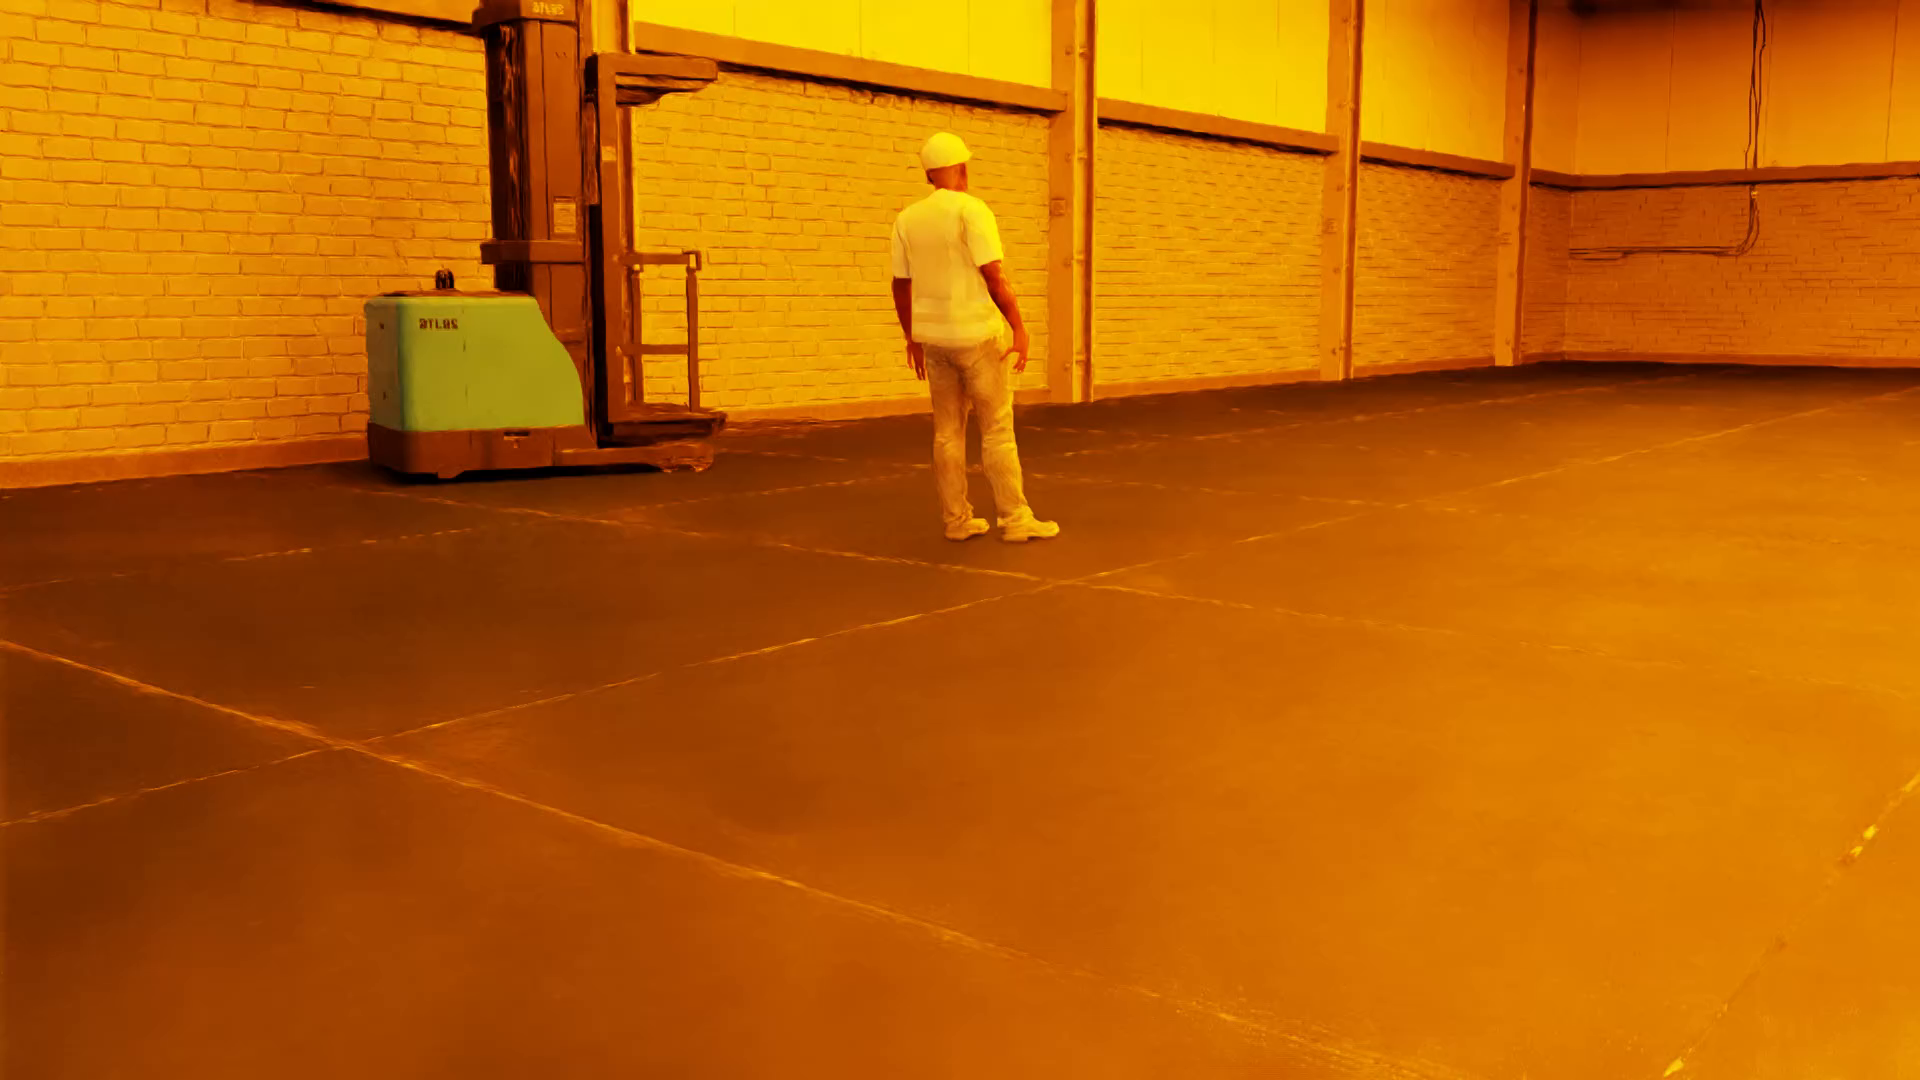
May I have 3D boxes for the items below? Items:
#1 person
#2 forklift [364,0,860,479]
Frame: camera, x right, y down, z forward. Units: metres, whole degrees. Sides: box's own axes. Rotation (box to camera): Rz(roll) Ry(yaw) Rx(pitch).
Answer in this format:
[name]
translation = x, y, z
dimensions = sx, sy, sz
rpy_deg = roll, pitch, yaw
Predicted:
[person]
translation = 0.048, -0.888, 7.326
dimensions = 0.665, 1.766, 0.576
rpy_deg = 7, 11, 38
[forklift]
translation = -2.139, -1.935, 10.507
dimensions = 3.031, 2.935, 1.130
rpy_deg = -5, 10, -31
